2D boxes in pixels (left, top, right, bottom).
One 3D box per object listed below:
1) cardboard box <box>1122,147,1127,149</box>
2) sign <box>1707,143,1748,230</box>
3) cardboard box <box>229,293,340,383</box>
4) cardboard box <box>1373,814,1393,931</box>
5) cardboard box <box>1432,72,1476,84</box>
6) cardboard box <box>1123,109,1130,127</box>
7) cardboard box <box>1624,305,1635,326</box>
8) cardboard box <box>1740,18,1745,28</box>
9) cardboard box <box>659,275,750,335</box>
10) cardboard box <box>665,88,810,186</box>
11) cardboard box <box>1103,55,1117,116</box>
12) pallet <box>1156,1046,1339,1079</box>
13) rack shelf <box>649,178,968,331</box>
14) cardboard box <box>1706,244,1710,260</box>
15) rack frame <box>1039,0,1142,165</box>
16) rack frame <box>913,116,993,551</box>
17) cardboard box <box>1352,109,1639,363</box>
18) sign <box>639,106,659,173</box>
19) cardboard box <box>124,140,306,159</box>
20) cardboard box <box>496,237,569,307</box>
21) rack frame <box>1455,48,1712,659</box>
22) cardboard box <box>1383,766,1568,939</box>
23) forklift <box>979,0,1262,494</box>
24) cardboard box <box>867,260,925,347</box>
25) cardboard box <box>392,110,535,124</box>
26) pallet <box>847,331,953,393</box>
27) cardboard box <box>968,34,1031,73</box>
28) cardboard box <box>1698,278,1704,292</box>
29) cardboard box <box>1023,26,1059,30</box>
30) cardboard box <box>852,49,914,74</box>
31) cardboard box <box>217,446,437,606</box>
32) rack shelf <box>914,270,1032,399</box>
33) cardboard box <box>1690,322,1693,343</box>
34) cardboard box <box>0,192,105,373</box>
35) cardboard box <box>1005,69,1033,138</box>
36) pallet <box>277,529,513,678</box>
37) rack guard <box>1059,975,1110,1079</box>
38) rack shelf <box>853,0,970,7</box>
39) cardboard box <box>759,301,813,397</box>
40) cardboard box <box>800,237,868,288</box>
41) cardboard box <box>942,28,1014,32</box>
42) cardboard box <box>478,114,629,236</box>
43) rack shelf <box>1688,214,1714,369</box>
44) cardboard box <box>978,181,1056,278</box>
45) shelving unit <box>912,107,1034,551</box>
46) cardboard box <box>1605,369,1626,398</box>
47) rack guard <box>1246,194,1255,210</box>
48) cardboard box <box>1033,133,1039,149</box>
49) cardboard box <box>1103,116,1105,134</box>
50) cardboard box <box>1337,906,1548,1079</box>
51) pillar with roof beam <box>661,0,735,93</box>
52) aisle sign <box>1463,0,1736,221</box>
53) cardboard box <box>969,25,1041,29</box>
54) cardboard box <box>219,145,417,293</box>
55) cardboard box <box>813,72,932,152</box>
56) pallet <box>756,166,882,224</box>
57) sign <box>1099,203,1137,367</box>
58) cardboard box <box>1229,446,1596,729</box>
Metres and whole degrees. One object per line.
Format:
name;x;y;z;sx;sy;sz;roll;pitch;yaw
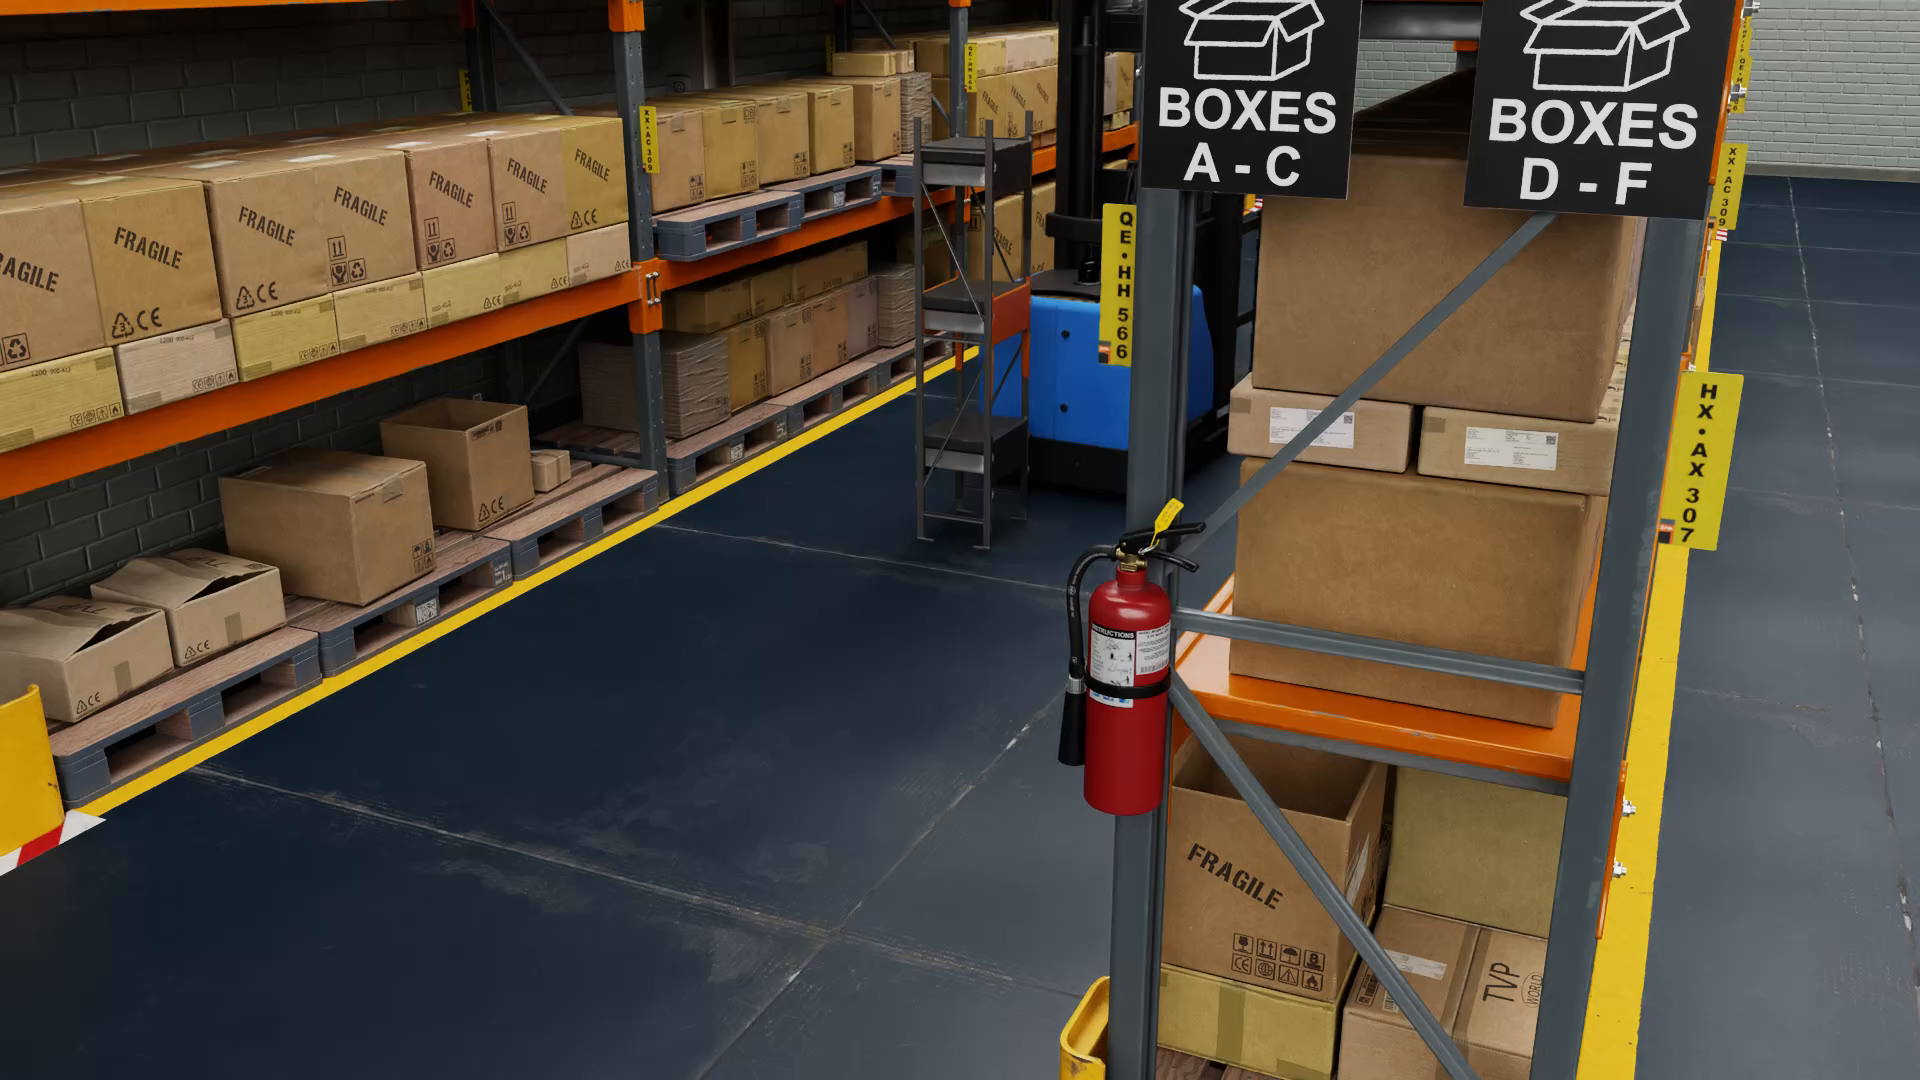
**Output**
cardboard box;1.903;-4.042;17.493;0.380;0.149;0.250;8;21;22
sign;2.965;-1.366;6.423;0.100;0.325;0.005;9;21;23
cardboard box;-2.797;-0.812;6.470;0.500;0.250;0.500;8;21;22
cardboard box;0.964;0.965;4.756;0.500;0.250;0.500;9;21;23
cardboard box;1.871;-1.211;5.311;0.700;0.500;0.500;9;21;23
cardboard box;1.333;-3.870;15.218;0.380;0.149;0.250;9;21;23
cardboard box;1.599;-0.533;4.373;0.380;0.149;0.250;8;21;21
cardboard box;6.184;-4.066;13.783;0.500;0.500;0.500;9;22;24
cardboard box;-1.599;-1.420;9.941;0.500;0.250;0.500;8;21;22
cardboard box;-1.346;-2.456;10.092;0.700;0.500;0.500;12;23;30
cardboard box;1.055;-3.984;14.573;0.500;0.500;0.500;9;21;23
pallet;1.095;1.300;4.497;1.003;0.211;1.213;9;21;23
rack shelf;-1.243;-1.948;10.542;1.077;0.370;4.000;9;21;23
cardboard box;5.378;-1.978;12.629;0.500;0.500;0.500;9;21;23
rack frame;1.214;-4.121;15.579;1.000;3.000;0.127;9;21;23
rack frame;-0.032;-0.965;8.049;0.400;2.100;0.015;9;21;23
cardboard box;1.255;-0.751;4.018;0.700;0.500;0.500;8;21;21
sign;-1.564;-2.011;8.355;0.100;0.325;0.005;9;21;23
cardboard box;-3.072;-1.383;6.955;0.500;0.500;0.500;9;21;23
cardboard box;-2.191;-1.276;7.775;0.500;0.250;0.500;9;21;23
rack frame;2.458;-0.997;6.794;1.000;3.000;0.127;9;21;23
cardboard box;1.446;0.684;4.426;0.500;0.500;0.500;9;21;23
forklift;1.252;-2.073;9.923;1.130;2.935;3.031;11;22;28
cardboard box;-0.672;-1.700;11.847;0.700;0.500;0.500;9;21;23
cardboard box;-2.445;-1.852;8.275;0.500;0.500;0.500;8;21;21
pallet;-0.746;-1.345;11.937;1.003;0.211;1.213;9;21;23
cardboard box;0.216;-3.716;12.698;0.500;0.250;0.500;8;21;22
cardboard box;4.753;-1.510;11.311;0.500;0.500;0.500;8;21;21
cardboard box;0.829;-4.182;14.009;0.500;0.250;0.500;9;21;24
cardboard box;-0.538;-3.348;11.633;0.380;0.149;0.250;6;20;16
cardboard box;-2.756;-0.073;7.271;0.700;0.500;0.500;7;21;19
rack shelf;0.068;-1.027;8.264;0.431;0.518;0.480;9;21;23
cardboard box;4.107;-1.192;9.984;0.500;0.311;0.500;9;22;24
cardboard box;-3.231;-0.849;5.455;0.500;0.500;0.500;9;21;23
cardboard box;0.231;-3.367;12.836;0.500;0.500;0.500;9;22;24
pallet;-2.803;0.223;7.526;1.003;0.211;1.213;9;21;23
rack guard;0.811;1.411;3.754;1.175;0.500;0.348;9;21;23
rack shelf;0.395;-4.584;13.478;1.077;0.370;4.000;9;21;23
cardboard box;-1.365;-1.247;10.573;0.700;0.500;0.500;9;21;23
cardboard box;-0.962;-1.888;11.255;0.500;0.250;0.500;9;21;24
cardboard box;0.161;-4.092;13.756;0.500;0.250;0.500;8;21;21
cardboard box;-1.974;-1.780;8.073;0.500;0.500;0.500;8;21;23
rack shelf;3.277;-1.269;8.634;1.077;0.370;4.000;9;21;23
cardboard box;0.361;-2.557;13.762;0.750;0.750;0.750;8;21;22
shelving unit;0.068;-1.040;8.259;0.431;2.100;0.503;9;21;23
cardboard box;1.283;-0.298;3.713;0.380;0.149;0.250;8;21;21
rack guard;2.861;-4.173;19.457;1.175;0.500;0.348;9;21;23
cardboard box;0.423;-3.255;13.490;0.380;0.149;0.250;9;21;24
cardboard box;1.050;-3.627;14.537;0.380;0.149;0.250;9;21;23
cardboard box;1.243;1.190;4.121;0.500;0.250;0.500;9;21;23
pillar with roof beam;2.182;-4.855;8.691;9.100;9.000;0.400;9;21;23
aisle sign;1.073;-0.936;2.746;0.394;0.787;0.004;9;21;23
cardboard box;0.379;-4.251;14.203;0.500;0.250;0.500;8;21;21
cardboard box;-2.601;-1.315;6.766;0.500;0.500;0.500;9;22;24
cardboard box;-0.608;-3.007;11.642;0.700;0.500;0.500;6;20;16
pallet;-1.198;-2.197;10.455;1.003;0.211;1.213;9;21;23
sign;0.331;-0.510;3.344;0.100;0.325;0.005;9;21;23
cardboard box;1.023;0.038;3.736;0.700;0.500;0.500;9;21;23
